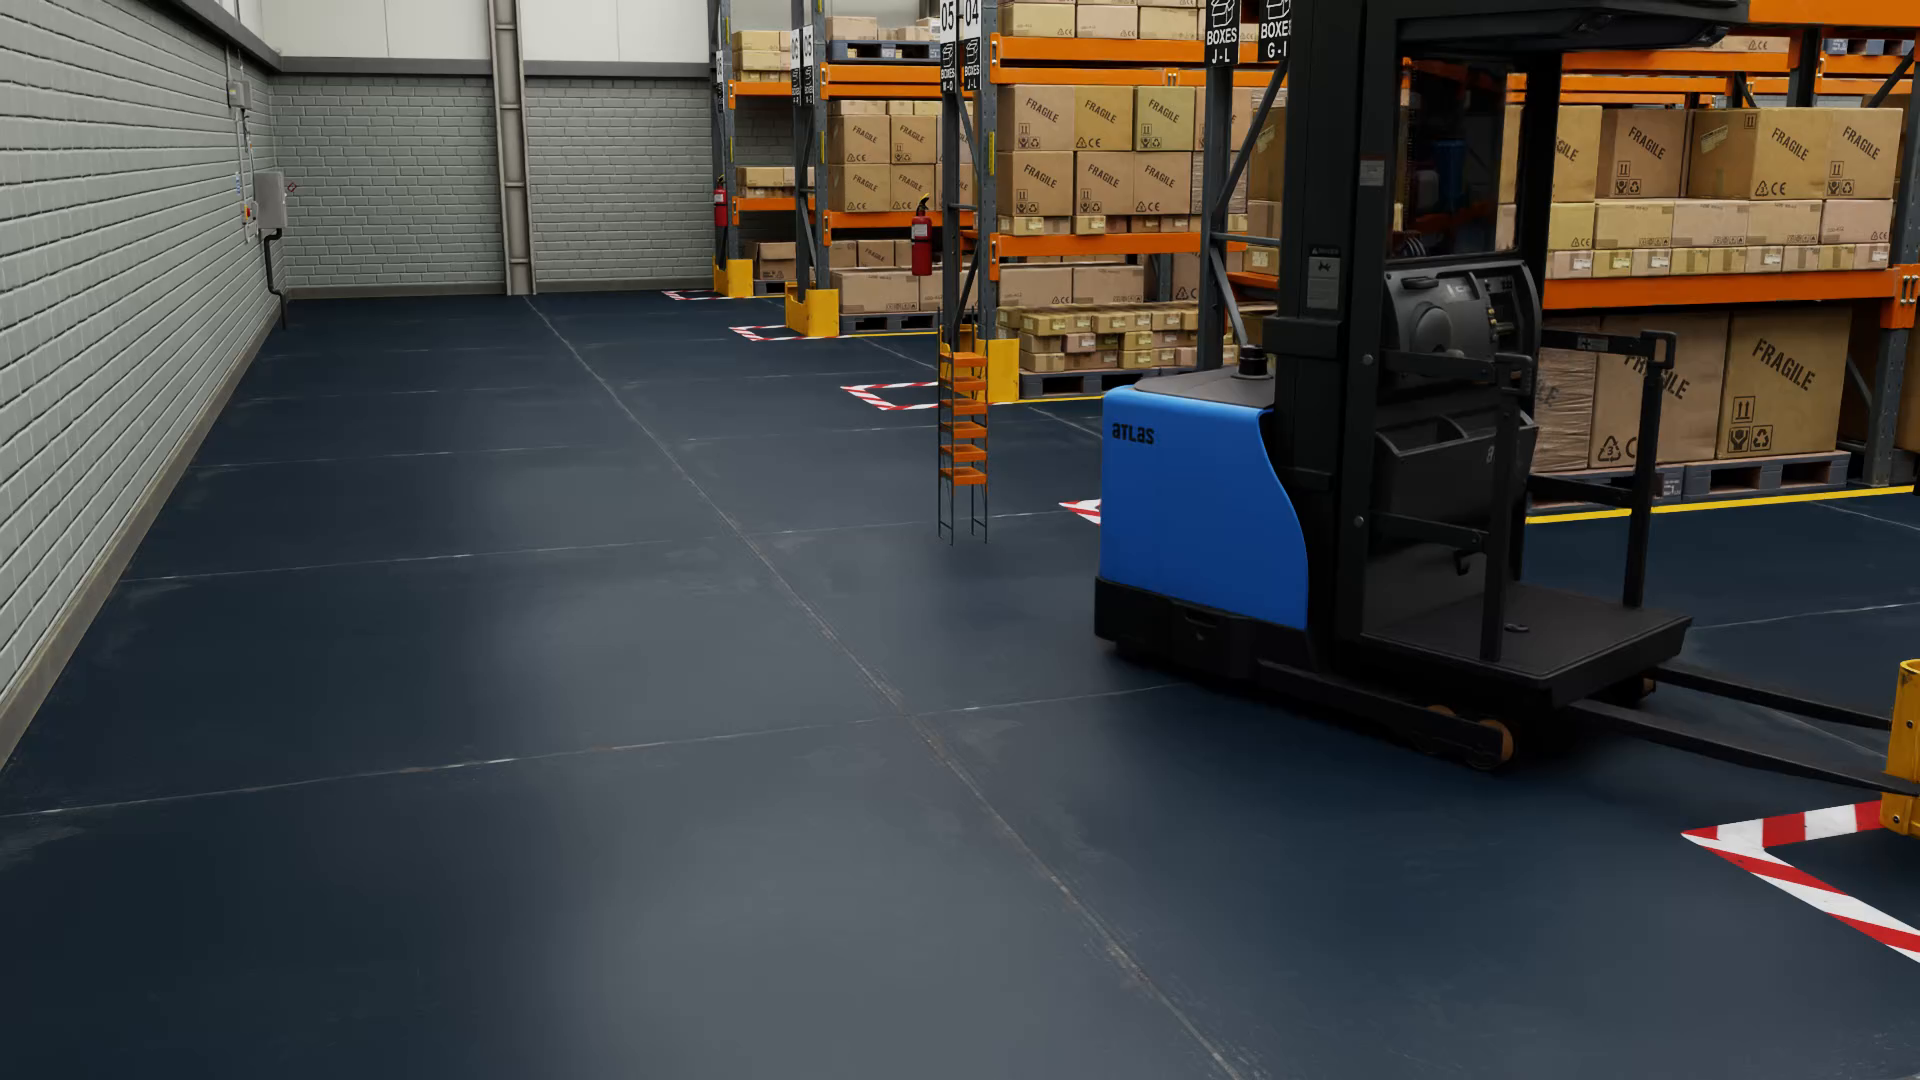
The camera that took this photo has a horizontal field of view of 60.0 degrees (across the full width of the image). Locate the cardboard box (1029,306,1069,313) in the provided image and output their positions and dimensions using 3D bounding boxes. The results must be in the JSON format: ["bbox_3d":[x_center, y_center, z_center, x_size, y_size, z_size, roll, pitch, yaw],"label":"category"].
[{"bbox_3d":[0.746,-1.886,14.056,0.250,0.149,0.380,-4,14,-17],"label":"cardboard box"}]

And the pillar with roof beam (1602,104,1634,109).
[{"bbox_3d":[12.397,-8.146,23.445,0.400,9.000,9.100,-4,14,-18],"label":"pillar with roof beam"}]

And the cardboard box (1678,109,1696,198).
[{"bbox_3d":[4.341,-2.301,9.894,0.500,0.500,0.500,-4,14,-18],"label":"cardboard box"}]

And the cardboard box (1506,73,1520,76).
[{"bbox_3d":[6.571,-5.746,20.124,0.258,0.266,0.396,-4,14,-18],"label":"cardboard box"}]

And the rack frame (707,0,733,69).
[{"bbox_3d":[-3.193,-7.763,21.834,0.127,3.000,1.000,-4,14,-18],"label":"rack frame"}]

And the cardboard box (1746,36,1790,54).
[{"bbox_3d":[7.190,-4.679,15.132,0.500,0.500,0.500,-4,14,-18],"label":"cardboard box"}]

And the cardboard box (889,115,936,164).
[{"bbox_3d":[-0.573,-4.304,17.879,0.500,0.500,0.500,-5,14,-20],"label":"cardboard box"}]

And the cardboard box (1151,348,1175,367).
[{"bbox_3d":[1.611,-1.556,13.954,0.250,0.149,0.380,-4,14,-18],"label":"cardboard box"}]

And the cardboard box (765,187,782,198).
[{"bbox_3d":[-2.568,-4.716,22.528,0.250,0.149,0.380,-4,14,-17],"label":"cardboard box"}]

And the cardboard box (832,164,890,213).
[{"bbox_3d":[-1.060,-3.778,17.826,0.500,0.500,0.500,-5,14,-19],"label":"cardboard box"}]

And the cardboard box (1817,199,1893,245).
[{"bbox_3d":[5.011,-1.860,9.661,0.500,0.250,0.500,-5,14,-19],"label":"cardboard box"}]

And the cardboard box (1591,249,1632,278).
[{"bbox_3d":[3.454,-1.528,9.129,0.250,0.149,0.380,-5,14,-19],"label":"cardboard box"}]

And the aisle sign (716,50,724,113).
[{"bbox_3d":[-3.164,-6.040,21.936,0.004,0.787,0.394,-4,14,-18],"label":"aisle sign"}]

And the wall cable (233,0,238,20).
[{"bbox_3d":[-7.145,-6.359,15.929,0.029,3.000,2.355,-4,14,-18],"label":"wall cable"}]

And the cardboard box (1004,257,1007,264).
[{"bbox_3d":[0.969,-4.229,24.436,0.500,0.500,0.500,-5,14,-18],"label":"cardboard box"}]

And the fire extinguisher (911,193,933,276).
[{"bbox_3d":[-0.318,-2.542,13.820,0.183,0.674,0.296,-4,14,-18],"label":"fire extinguisher"}]

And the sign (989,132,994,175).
[{"bbox_3d":[0.242,-2.980,12.820,0.005,0.325,0.100,-4,14,-18],"label":"sign"}]

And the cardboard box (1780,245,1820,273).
[{"bbox_3d":[4.674,-1.624,9.530,0.250,0.149,0.380,-5,14,-19],"label":"cardboard box"}]

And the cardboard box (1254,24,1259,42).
[{"bbox_3d":[2.522,-4.192,13.628,0.500,0.250,0.500,-5,14,-19],"label":"cardboard box"}]

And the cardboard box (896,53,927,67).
[{"bbox_3d":[-0.758,-6.505,22.706,0.500,0.250,0.500,-4,14,-17],"label":"cardboard box"}]

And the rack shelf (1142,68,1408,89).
[{"bbox_3d":[4.080,-5.309,19.551,4.000,0.370,1.077,-4,14,-18],"label":"rack shelf"}]

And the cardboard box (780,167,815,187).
[{"bbox_3d":[-2.199,-4.928,22.561,0.500,0.250,0.500,-4,14,-17],"label":"cardboard box"}]

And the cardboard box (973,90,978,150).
[{"bbox_3d":[0.423,-3.446,13.630,0.500,0.500,0.500,-5,14,-19],"label":"cardboard box"}]

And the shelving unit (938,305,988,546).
[{"bbox_3d":[0.014,-0.585,8.508,0.189,1.200,0.258,-4,14,-18],"label":"shelving unit"}]

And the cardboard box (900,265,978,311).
[{"bbox_3d":[-0.148,-2.854,18.790,0.875,0.438,0.875,-4,14,-17],"label":"cardboard box"}]

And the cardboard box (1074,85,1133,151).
[{"bbox_3d":[1.055,-3.372,13.316,0.500,0.500,0.500,-4,14,-16],"label":"cardboard box"}]

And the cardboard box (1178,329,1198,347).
[{"bbox_3d":[1.871,-1.733,14.055,0.250,0.149,0.380,-4,14,-15],"label":"cardboard box"}]

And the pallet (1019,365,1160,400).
[{"bbox_3d":[0.922,-1.379,13.986,1.213,0.211,1.003,-4,14,-18],"label":"pallet"}]

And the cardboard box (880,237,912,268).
[{"bbox_3d":[-0.776,-3.989,23.423,0.500,0.500,0.700,-5,14,-20],"label":"cardboard box"}]

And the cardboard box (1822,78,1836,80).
[{"bbox_3d":[11.113,-6.025,21.551,0.250,0.149,0.380,-5,14,-20],"label":"cardboard box"}]

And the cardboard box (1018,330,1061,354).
[{"bbox_3d":[0.647,-1.623,13.593,0.250,0.149,0.380,-4,14,-16],"label":"cardboard box"}]

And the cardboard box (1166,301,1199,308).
[{"bbox_3d":[1.978,-1.991,14.497,0.250,0.149,0.380,-4,14,-18],"label":"cardboard box"}]

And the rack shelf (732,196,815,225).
[{"bbox_3d":[-1.297,-4.642,23.233,4.000,0.370,1.077,-4,14,-18],"label":"rack shelf"}]

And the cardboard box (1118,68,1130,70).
[{"bbox_3d":[2.311,-6.893,24.078,0.250,0.149,0.380,-4,14,-18],"label":"cardboard box"}]

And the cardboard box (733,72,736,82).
[{"bbox_3d":[-2.963,-6.256,22.523,0.250,0.149,0.380,-4,14,-17],"label":"cardboard box"}]

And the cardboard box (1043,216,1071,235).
[{"bbox_3d":[0.708,-2.536,13.365,0.250,0.149,0.380,-4,14,-16],"label":"cardboard box"}]

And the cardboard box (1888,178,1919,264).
[{"bbox_3d":[5.861,-1.906,9.957,0.500,0.500,0.500,-4,14,-18],"label":"cardboard box"}]

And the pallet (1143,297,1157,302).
[{"bbox_3d":[2.892,-2.769,19.826,1.213,0.211,1.003,-4,14,-18],"label":"pallet"}]

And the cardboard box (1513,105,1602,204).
[{"bbox_3d":[3.058,-2.072,8.933,0.500,0.500,0.500,-5,14,-20],"label":"cardboard box"}]

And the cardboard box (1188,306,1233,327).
[{"bbox_3d":[2.122,-1.890,14.075,0.250,0.149,0.380,-4,14,-18],"label":"cardboard box"}]

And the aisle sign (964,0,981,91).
[{"bbox_3d":[0.095,-3.872,12.820,0.004,0.787,0.394,-4,14,-18],"label":"aisle sign"}]

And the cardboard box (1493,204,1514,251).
[{"bbox_3d":[2.586,-1.671,8.866,0.500,0.250,0.500,-5,14,-19],"label":"cardboard box"}]

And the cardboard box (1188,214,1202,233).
[{"bbox_3d":[1.942,-2.634,13.779,0.250,0.149,0.380,-4,14,-16],"label":"cardboard box"}]

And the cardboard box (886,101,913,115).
[{"bbox_3d":[-0.673,-4.602,17.728,0.250,0.149,0.380,-4,14,-16],"label":"cardboard box"}]

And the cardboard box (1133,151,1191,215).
[{"bbox_3d":[1.549,-2.923,13.589,0.500,0.500,0.500,-4,14,-17],"label":"cardboard box"}]

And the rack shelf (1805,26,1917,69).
[{"bbox_3d":[7.241,-3.135,10.413,4.000,0.370,1.077,-4,14,-18],"label":"rack shelf"}]

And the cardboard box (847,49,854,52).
[{"bbox_3d":[-1.732,-6.670,22.322,0.500,0.250,0.500,-5,14,-19],"label":"cardboard box"}]

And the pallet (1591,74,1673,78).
[{"bbox_3d":[8.166,-5.911,20.933,1.003,0.211,1.213,-4,14,-18],"label":"pallet"}]

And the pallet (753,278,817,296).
[{"bbox_3d":[-2.366,-3.553,23.123,1.213,0.211,1.003,-4,14,-18],"label":"pallet"}]

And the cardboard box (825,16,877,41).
[{"bbox_3d":[-1.208,-5.449,17.786,0.500,0.250,0.500,-6,15,-23],"label":"cardboard box"}]

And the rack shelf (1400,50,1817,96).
[{"bbox_3d":[5.755,-4.230,15.018,4.000,0.370,1.077,-4,14,-18],"label":"rack shelf"}]

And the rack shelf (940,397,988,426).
[{"bbox_3d":[0.014,-0.658,8.491,0.180,0.103,0.258,-4,14,-18],"label":"rack shelf"}]

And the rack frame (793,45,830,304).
[{"bbox_3d":[-1.606,-3.756,17.953,0.127,3.000,1.000,-4,14,-18],"label":"rack frame"}]

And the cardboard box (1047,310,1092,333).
[{"bbox_3d":[0.896,-1.796,13.679,0.250,0.149,0.380,-4,14,-17],"label":"cardboard box"}]

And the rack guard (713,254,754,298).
[{"bbox_3d":[-3.121,-3.634,22.842,0.348,0.500,1.175,-4,14,-18],"label":"rack guard"}]

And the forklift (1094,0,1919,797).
[{"bbox_3d":[1.912,-0.803,5.685,1.130,2.935,3.031,-12,18,-41],"label":"forklift"}]
